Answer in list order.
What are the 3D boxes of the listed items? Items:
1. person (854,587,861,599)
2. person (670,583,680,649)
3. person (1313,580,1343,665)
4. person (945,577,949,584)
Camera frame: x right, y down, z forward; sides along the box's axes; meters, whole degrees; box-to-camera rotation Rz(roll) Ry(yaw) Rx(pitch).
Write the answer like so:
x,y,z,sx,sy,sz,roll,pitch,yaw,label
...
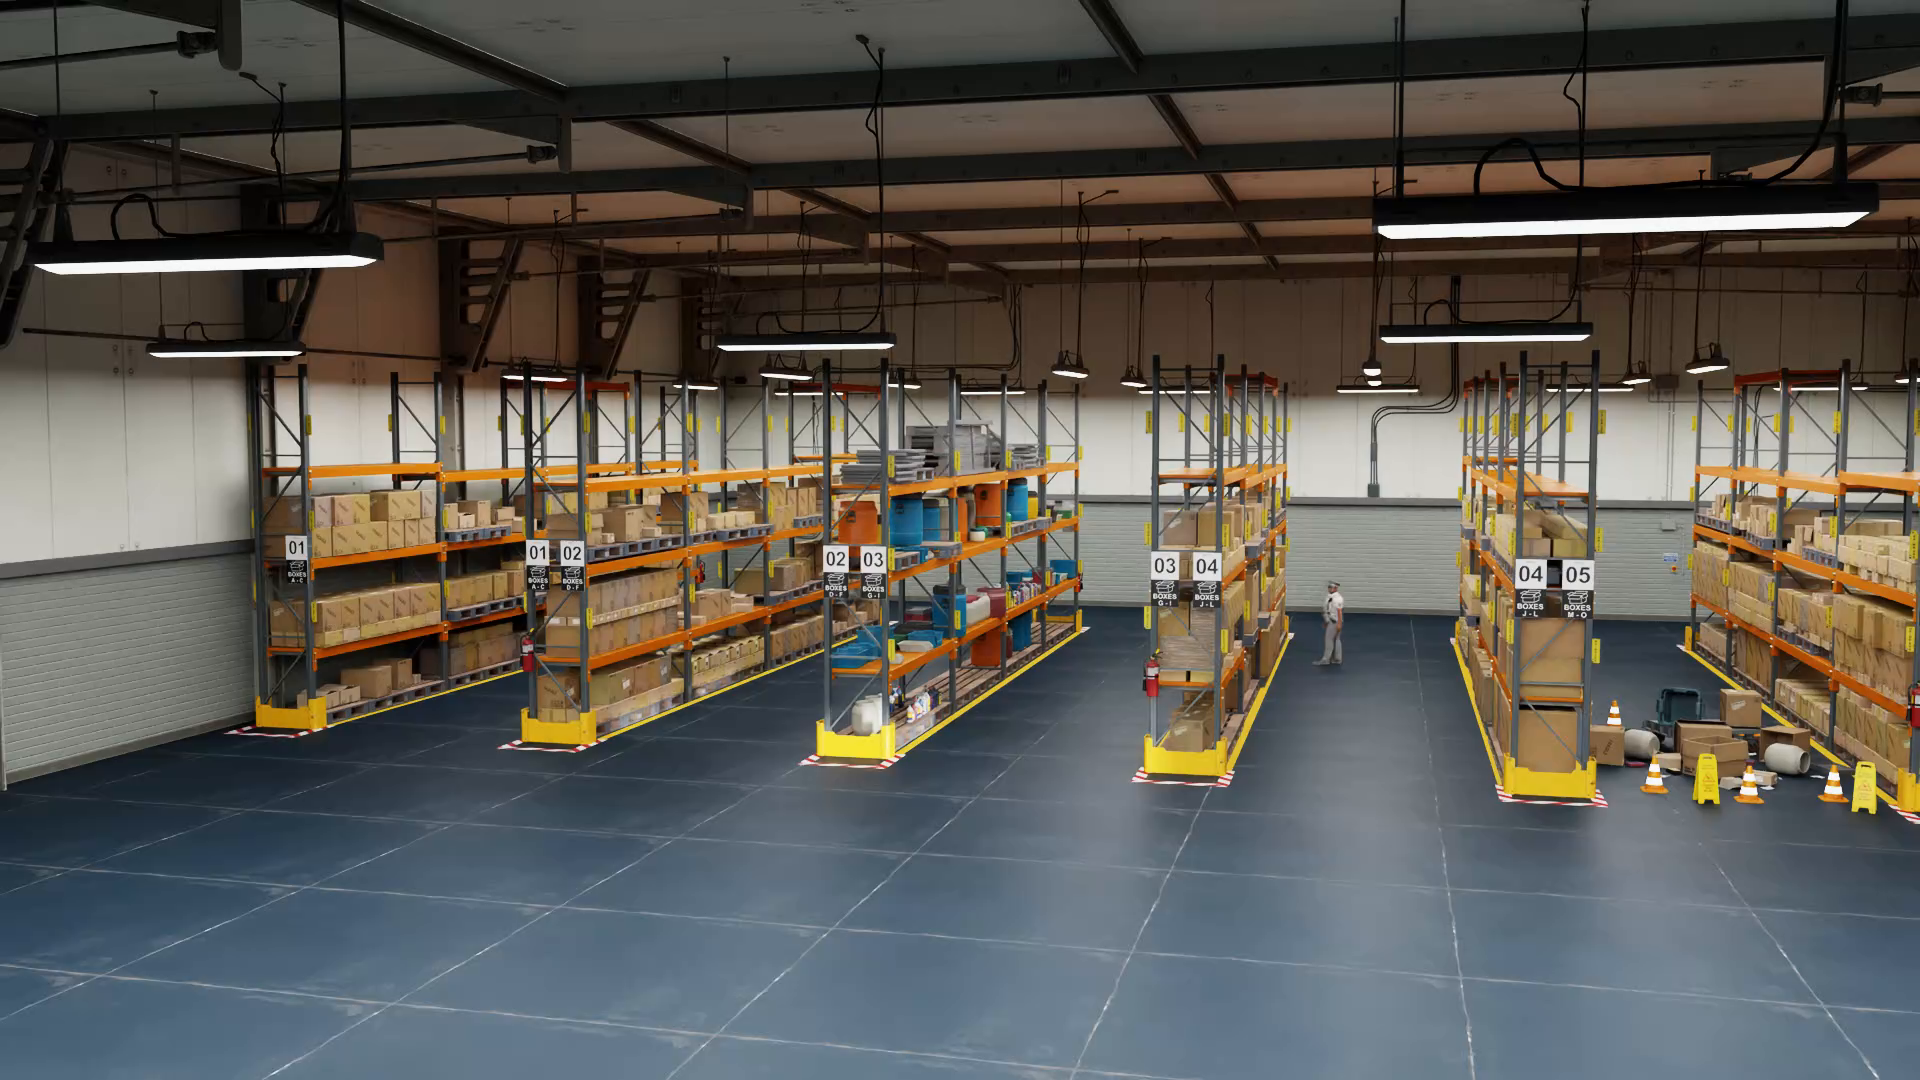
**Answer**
x,y,z,sx,sy,sz,roll,pitch,yaw,label
-2.563,1.186,43.181,0.495,1.707,0.492,2,4,26,person
-5.973,1.760,35.146,0.400,1.731,0.510,1,4,8,person
7.709,1.717,34.827,0.616,1.760,0.558,0,4,7,person
-0.256,1.625,37.036,0.559,1.612,0.784,3,5,34,person
